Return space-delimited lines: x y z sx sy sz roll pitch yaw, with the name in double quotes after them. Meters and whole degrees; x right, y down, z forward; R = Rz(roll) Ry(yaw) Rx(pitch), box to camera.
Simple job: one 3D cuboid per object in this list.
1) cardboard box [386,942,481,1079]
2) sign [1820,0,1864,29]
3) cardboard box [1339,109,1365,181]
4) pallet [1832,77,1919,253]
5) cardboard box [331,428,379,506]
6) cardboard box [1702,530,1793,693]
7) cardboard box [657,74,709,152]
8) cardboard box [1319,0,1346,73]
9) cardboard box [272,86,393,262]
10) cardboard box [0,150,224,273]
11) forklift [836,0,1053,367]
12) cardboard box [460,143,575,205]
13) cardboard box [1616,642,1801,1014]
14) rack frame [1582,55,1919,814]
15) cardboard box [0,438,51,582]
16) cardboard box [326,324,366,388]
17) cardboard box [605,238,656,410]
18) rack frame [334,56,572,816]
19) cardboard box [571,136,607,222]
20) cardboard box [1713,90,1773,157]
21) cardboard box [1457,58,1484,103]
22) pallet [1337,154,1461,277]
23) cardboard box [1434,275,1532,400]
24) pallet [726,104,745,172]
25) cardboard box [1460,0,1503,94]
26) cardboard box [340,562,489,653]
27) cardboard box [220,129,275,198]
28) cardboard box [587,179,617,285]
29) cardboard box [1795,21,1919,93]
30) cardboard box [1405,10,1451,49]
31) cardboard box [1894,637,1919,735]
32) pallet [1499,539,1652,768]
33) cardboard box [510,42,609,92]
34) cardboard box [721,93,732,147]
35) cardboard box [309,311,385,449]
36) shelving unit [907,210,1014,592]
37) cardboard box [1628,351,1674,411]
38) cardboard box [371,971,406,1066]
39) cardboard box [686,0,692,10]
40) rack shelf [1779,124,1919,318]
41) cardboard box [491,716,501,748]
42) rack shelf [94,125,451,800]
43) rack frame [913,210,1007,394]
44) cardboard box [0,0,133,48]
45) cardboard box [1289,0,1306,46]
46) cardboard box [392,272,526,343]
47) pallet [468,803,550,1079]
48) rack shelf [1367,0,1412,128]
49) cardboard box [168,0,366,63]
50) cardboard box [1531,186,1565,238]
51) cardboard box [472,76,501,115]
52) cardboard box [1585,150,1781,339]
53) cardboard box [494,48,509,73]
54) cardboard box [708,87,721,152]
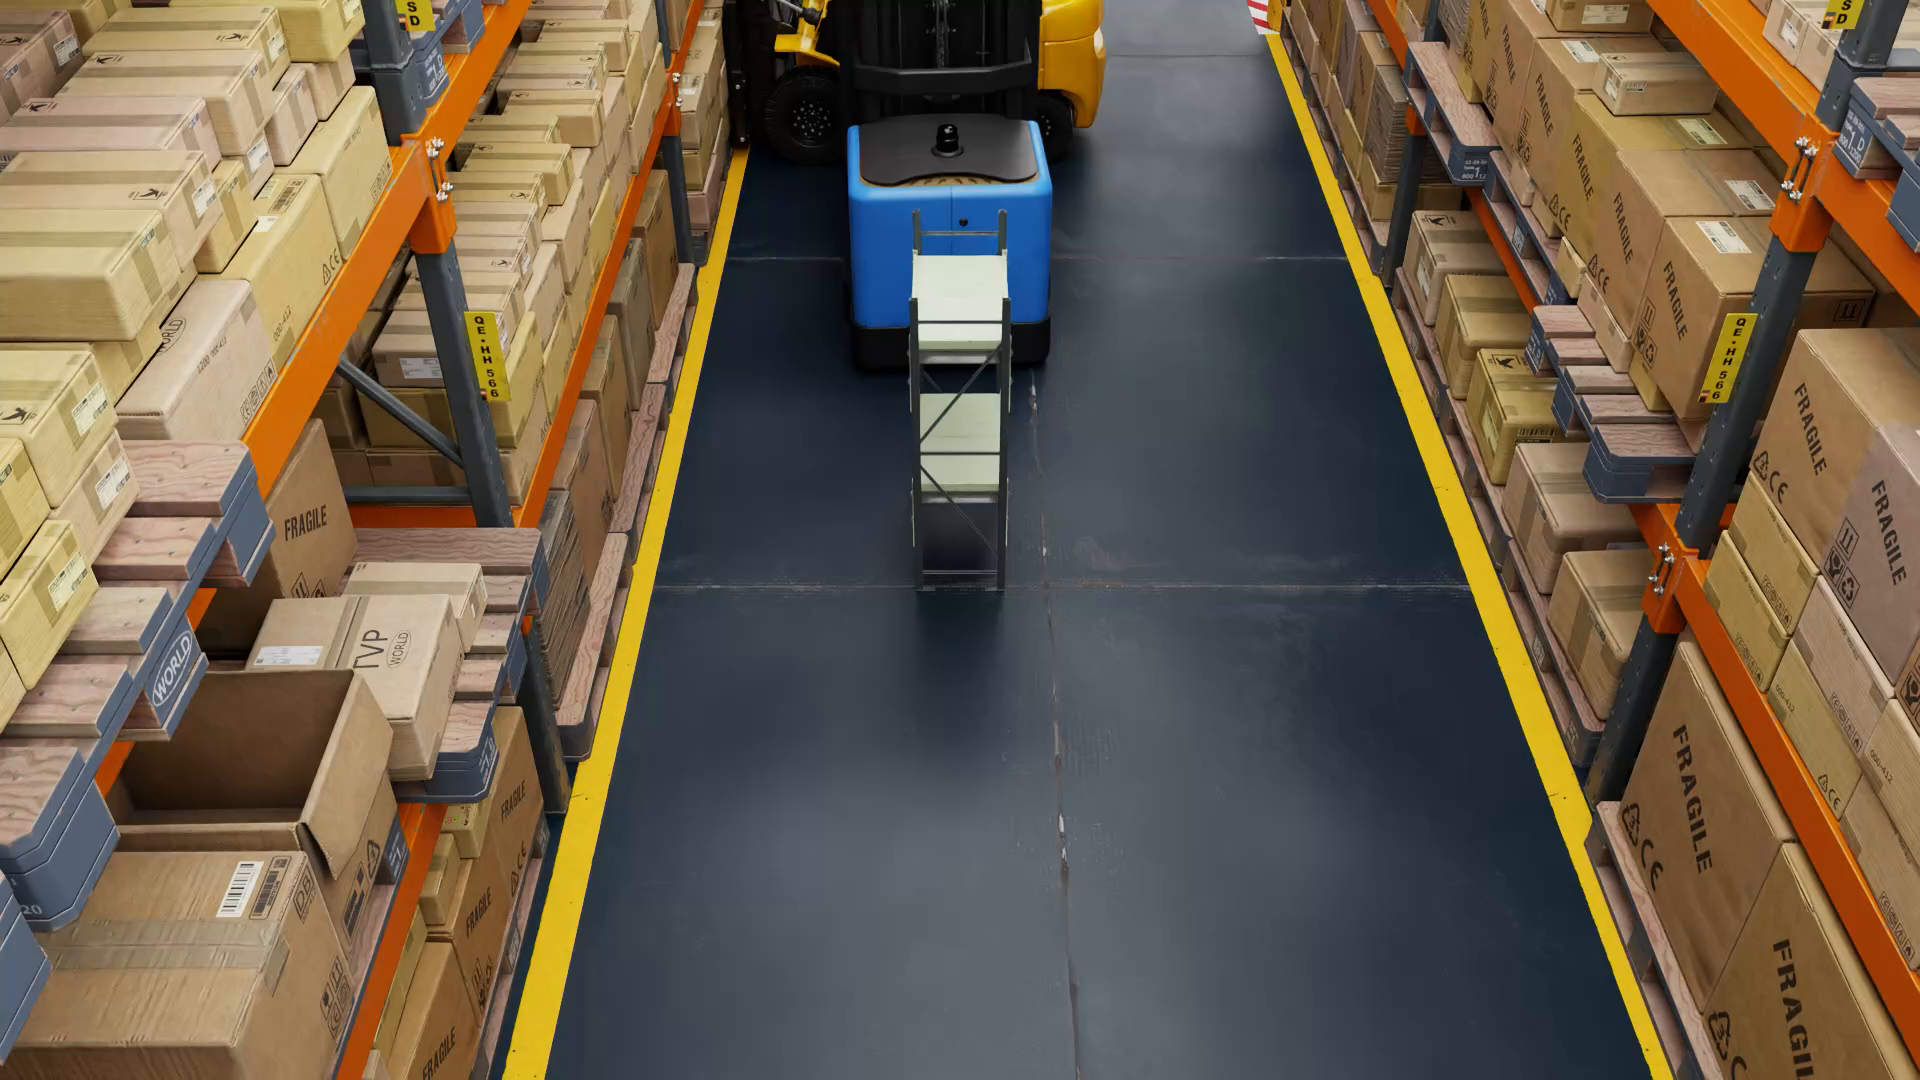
-1.813 1.572 5.053 0.500 0.500 0.500 2 39 2 "cardboard box"
2.400 -1.523 4.440 0.100 0.325 0.005 0 39 0 "sign"
2.658 -2.445 10.265 0.500 0.250 0.500 -1 39 -1 "cardboard box"
2.996 -0.844 4.157 1.213 0.211 1.003 2 39 2 "pallet"
-2.278 -0.367 5.929 0.500 0.250 0.500 -1 39 -1 "cardboard box"
2.691 0.215 5.203 0.500 0.250 0.500 -1 39 -1 "cardboard box"
-1.713 -2.429 9.446 0.500 0.250 0.500 -1 39 -1 "cardboard box"
2.655 -3.376 10.828 0.500 0.500 0.500 1 39 1 "cardboard box"
-1.778 -0.935 4.240 0.500 0.250 0.500 -1 39 -2 "cardboard box"
-1.726 -0.659 3.339 0.380 0.149 0.250 -1 39 -1 "cardboard box"
-0.131 -2.959 9.098 1.130 2.935 3.031 -2 39 -3 "forklift"
-1.739 -1.443 6.553 0.380 0.149 0.250 1 39 1 "cardboard box"
2.860 0.947 5.533 0.875 0.875 0.875 0 39 0 "cardboard box"
2.942 -0.150 5.539 1.000 3.000 0.127 0 39 0 "rack frame"
-1.649 -0.027 2.534 0.380 0.149 0.250 0 39 0 "cardboard box"
-2.224 -0.640 5.551 0.380 0.149 0.250 1 39 1 "cardboard box"
-2.021 -1.071 8.251 0.875 0.625 0.625 0 39 0 "cardboard box"
-2.021 -0.144 5.531 1.000 3.000 0.127 0 39 0 "rack frame"
-1.785 -1.518 6.966 0.500 0.250 0.500 0 39 1 "cardboard box"
3.158 -1.409 6.455 0.500 0.500 0.500 1 39 1 "cardboard box"
2.614 -2.215 7.981 0.380 0.149 0.250 1 39 1 "cardboard box"
2.902 -1.983 10.056 1.003 0.211 1.213 0 39 0 "pallet"
2.945 -1.012 8.380 0.950 0.372 0.625 2 39 3 "cardboard box"
-1.989 -2.820 11.100 1.003 0.211 1.213 0 39 0 "pallet"
2.653 -2.364 7.647 0.500 0.500 0.500 0 39 0 "cardboard box"
-1.637 0.200 4.966 0.380 0.149 0.250 1 39 1 "cardboard box"
-1.825 -0.864 3.832 0.380 0.149 0.250 1 39 1 "cardboard box"
-1.780 -1.324 7.124 0.500 0.250 0.500 1 39 1 "cardboard box"
2.732 -1.419 4.925 0.380 0.149 0.250 0 39 0 "cardboard box"
2.633 -2.754 8.989 0.380 0.149 0.250 0 39 -1 "cardboard box"
2.694 0.363 4.019 0.500 0.500 0.500 1 39 1 "cardboard box"
2.943 0.449 7.020 1.003 0.211 1.213 0 39 0 "pallet"
-1.767 -2.082 7.350 0.380 0.149 0.250 -1 39 -1 "cardboard box"
-1.728 -2.678 10.556 0.500 0.250 0.500 1 39 1 "cardboard box"
-2.300 -0.561 5.772 0.500 0.250 0.500 1 39 1 "cardboard box"
0.000 -0.589 7.286 0.431 1.500 0.755 0 39 0 "shelving unit"
2.634 -0.588 5.951 0.380 0.149 0.250 1 39 1 "cardboard box"
-1.824 1.379 4.774 0.380 0.149 0.250 -1 39 -1 "cardboard box"
-1.783 -3.288 9.374 0.500 0.500 0.500 1 39 1 "cardboard box"
2.945 0.211 3.265 1.077 0.370 4.000 0 39 0 "rack shelf"
-1.767 0.723 5.594 0.380 0.149 0.250 -2 39 -2 "cardboard box"
-2.019 0.217 3.258 1.077 0.370 4.000 0 39 0 "rack shelf"
0.000 -0.818 7.572 0.400 1.500 0.023 0 39 0 "rack frame"
-2.297 -1.297 4.135 0.380 0.149 0.250 -1 39 -2 "cardboard box"
2.657 -3.739 11.880 0.500 0.250 0.500 0 39 0 "cardboard box"
-1.729 -0.803 5.754 0.380 0.149 0.250 1 39 1 "cardboard box"
-2.058 1.411 5.821 1.003 0.211 1.213 0 39 0 "pallet"
2.935 -3.621 10.446 1.077 0.370 4.000 0 39 0 "rack shelf"
-1.725 -1.313 4.154 0.380 0.149 0.250 1 39 1 "cardboard box"
2.626 -1.390 6.951 0.380 0.149 0.250 -1 39 -1 "cardboard box"
-2.302 -1.829 7.354 0.500 0.250 0.500 -1 39 -1 "cardboard box"
2.652 -1.076 6.041 0.500 0.500 0.500 -1 39 -1 "cardboard box"
-2.272 -2.234 7.540 0.380 0.149 0.250 0 39 0 "cardboard box"
-1.720 -2.549 9.996 0.500 0.250 0.500 0 39 0 "cardboard box"
